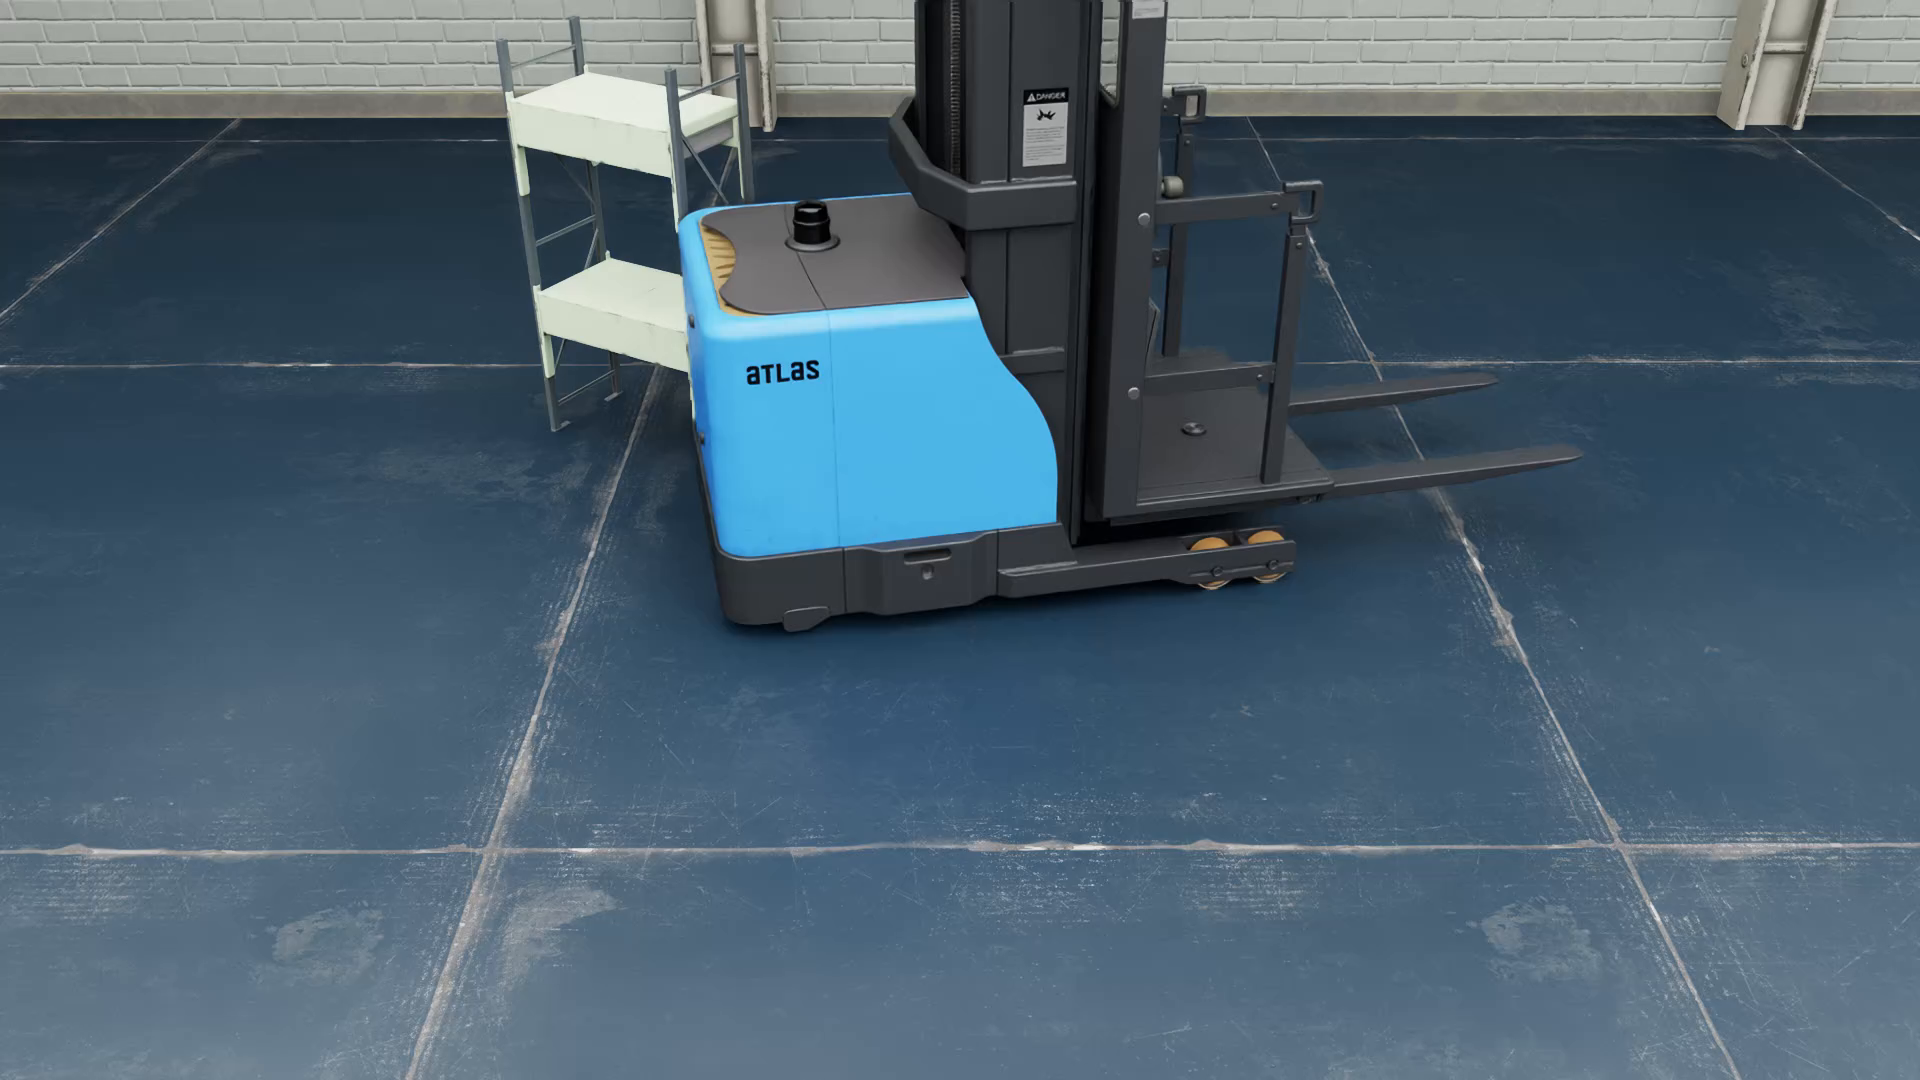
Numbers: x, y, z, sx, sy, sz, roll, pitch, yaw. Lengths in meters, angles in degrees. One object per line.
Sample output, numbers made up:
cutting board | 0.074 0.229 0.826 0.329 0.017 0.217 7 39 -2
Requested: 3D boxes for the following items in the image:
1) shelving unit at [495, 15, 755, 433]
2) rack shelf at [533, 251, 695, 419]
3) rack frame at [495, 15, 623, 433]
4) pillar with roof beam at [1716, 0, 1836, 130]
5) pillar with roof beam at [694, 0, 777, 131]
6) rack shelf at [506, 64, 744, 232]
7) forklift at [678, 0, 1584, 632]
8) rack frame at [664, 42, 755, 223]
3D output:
shelving unit | -1.157 -1.052 6.038 0.755 1.500 0.431 17 35 26
rack shelf | -1.157 -0.773 6.207 0.720 0.370 0.431 17 35 26
rack frame | -1.473 -1.148 6.196 0.023 1.500 0.400 17 35 26
pillar with roof beam | 4.739 -4.087 3.811 0.400 9.000 9.100 0 31 0
pillar with roof beam | -1.261 -4.069 3.781 0.400 9.000 9.100 0 31 0
rack shelf | -1.157 -1.386 5.836 0.720 0.370 0.431 17 35 26
forklift | 0.633 -1.354 5.156 3.031 2.935 1.130 -7 32 -11
rack frame | -0.841 -0.956 5.880 0.023 1.500 0.400 17 35 26
